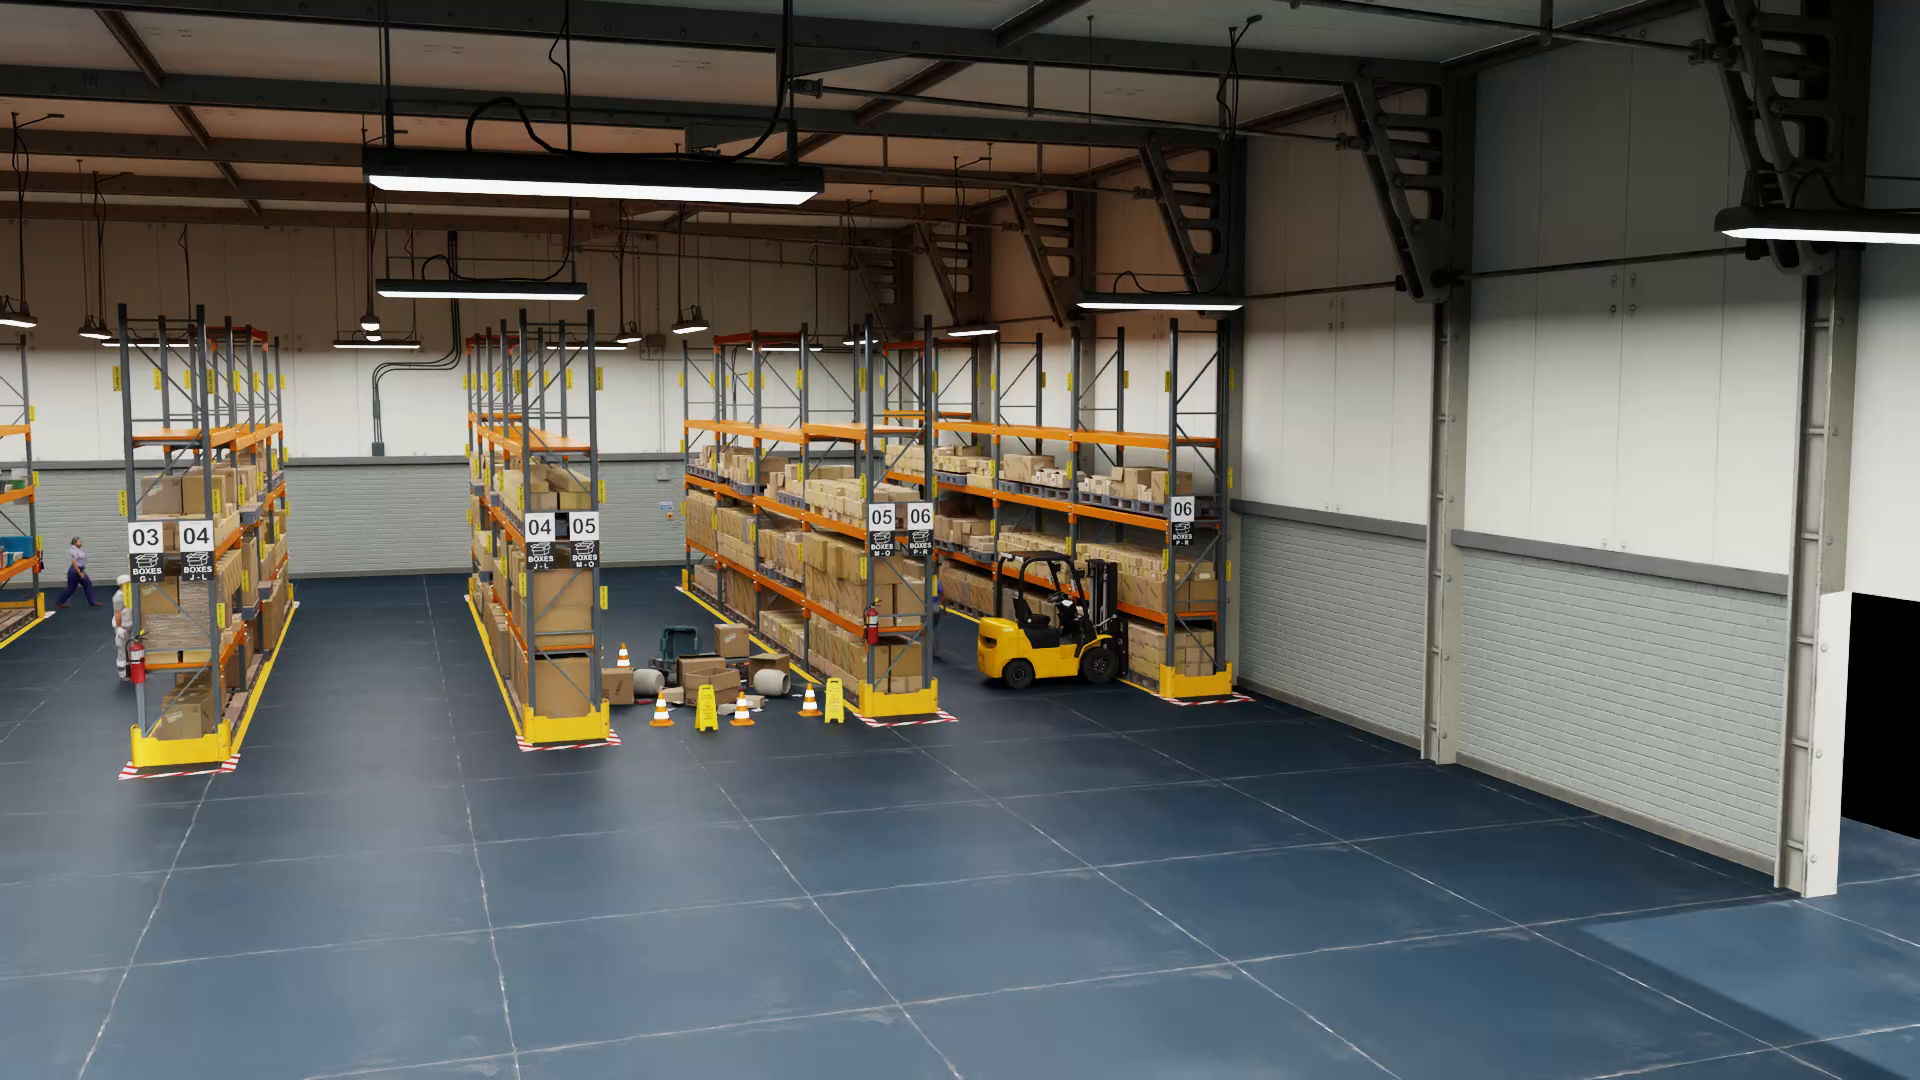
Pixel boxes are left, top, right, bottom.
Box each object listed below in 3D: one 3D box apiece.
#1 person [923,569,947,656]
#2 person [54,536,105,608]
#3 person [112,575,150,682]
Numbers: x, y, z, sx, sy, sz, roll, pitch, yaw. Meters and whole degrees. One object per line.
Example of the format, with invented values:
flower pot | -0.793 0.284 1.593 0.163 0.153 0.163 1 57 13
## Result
person | -0.541 1.352 30.474 0.502 1.670 0.742 -2 6 -21
person | -19.497 0.724 36.759 0.978 1.587 0.556 -2 6 -19
person | -13.956 1.473 27.903 0.454 1.793 0.612 1 6 10
